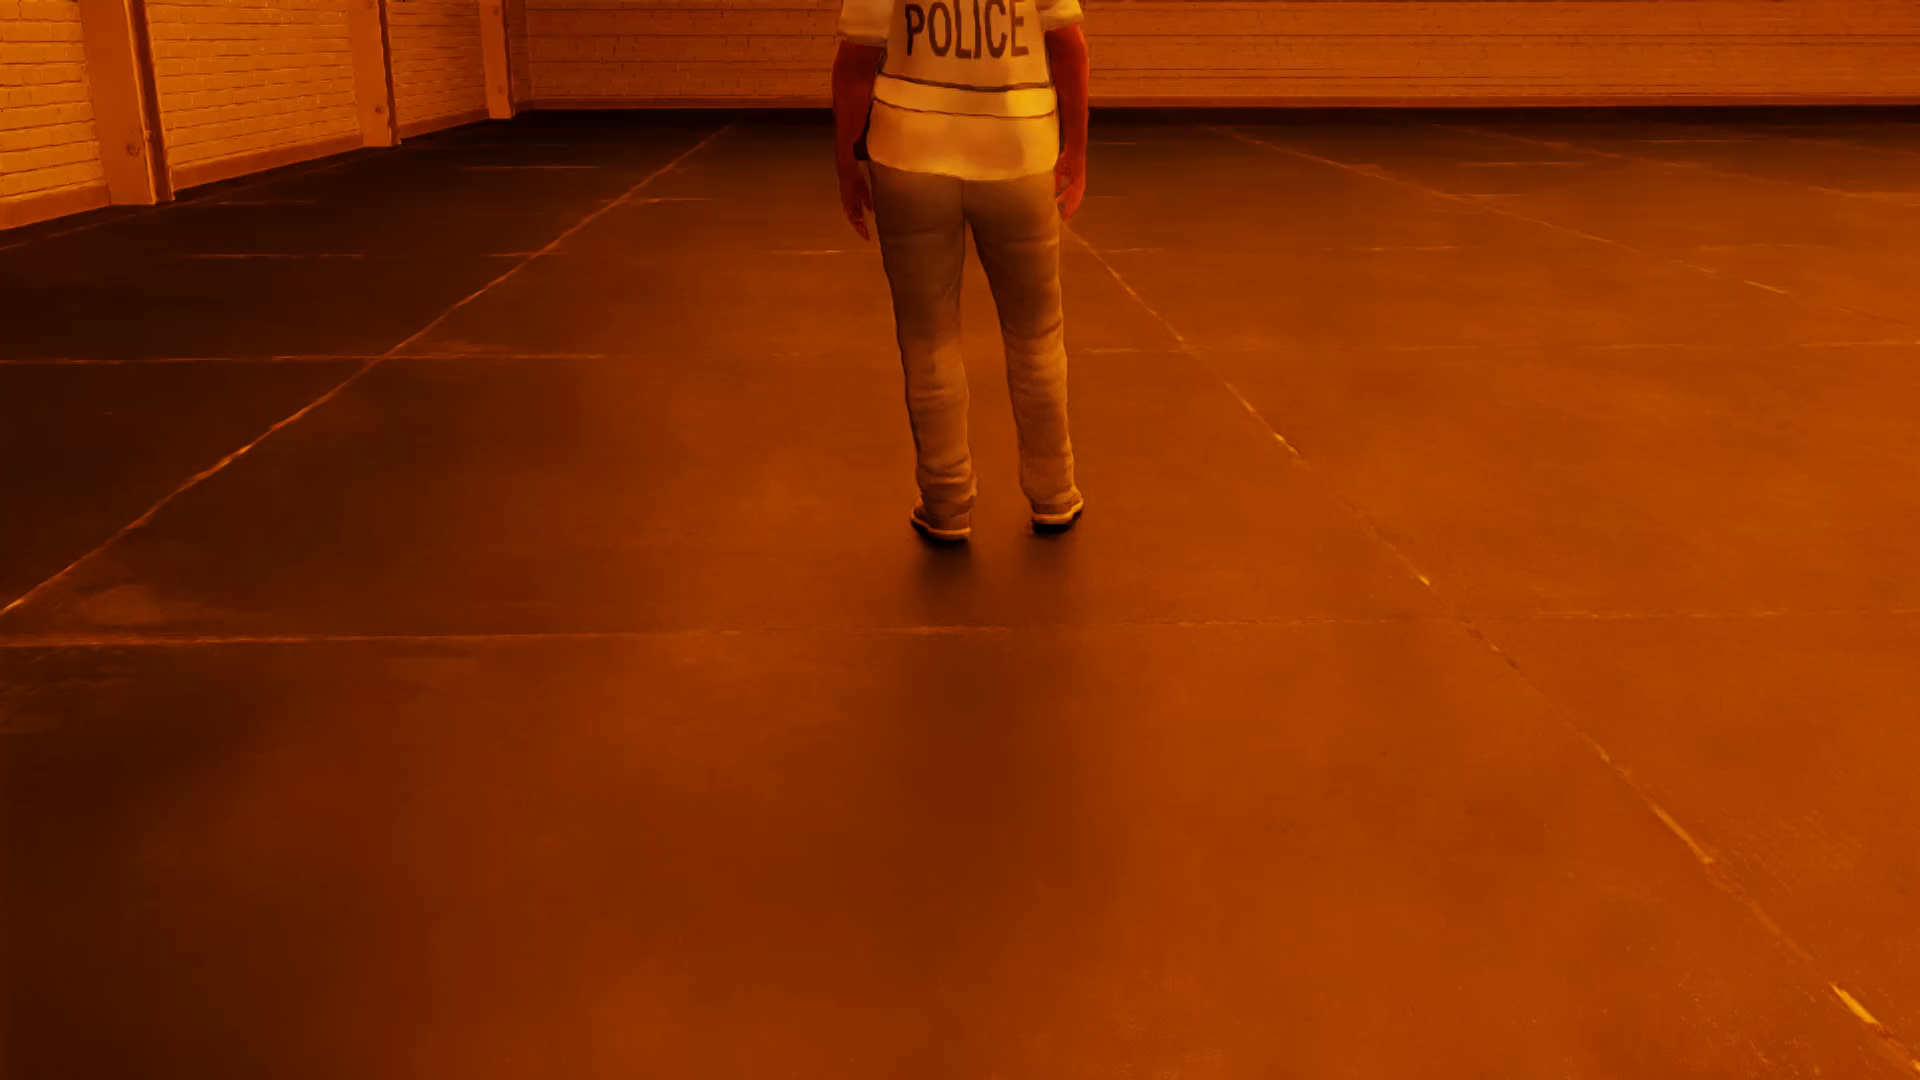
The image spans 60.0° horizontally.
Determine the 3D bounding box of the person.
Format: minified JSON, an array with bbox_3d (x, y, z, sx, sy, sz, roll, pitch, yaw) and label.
[{"bbox_3d":[0.019,-0.826,3.746,0.598,1.669,0.529,-1,17,-3],"label":"person"}]
